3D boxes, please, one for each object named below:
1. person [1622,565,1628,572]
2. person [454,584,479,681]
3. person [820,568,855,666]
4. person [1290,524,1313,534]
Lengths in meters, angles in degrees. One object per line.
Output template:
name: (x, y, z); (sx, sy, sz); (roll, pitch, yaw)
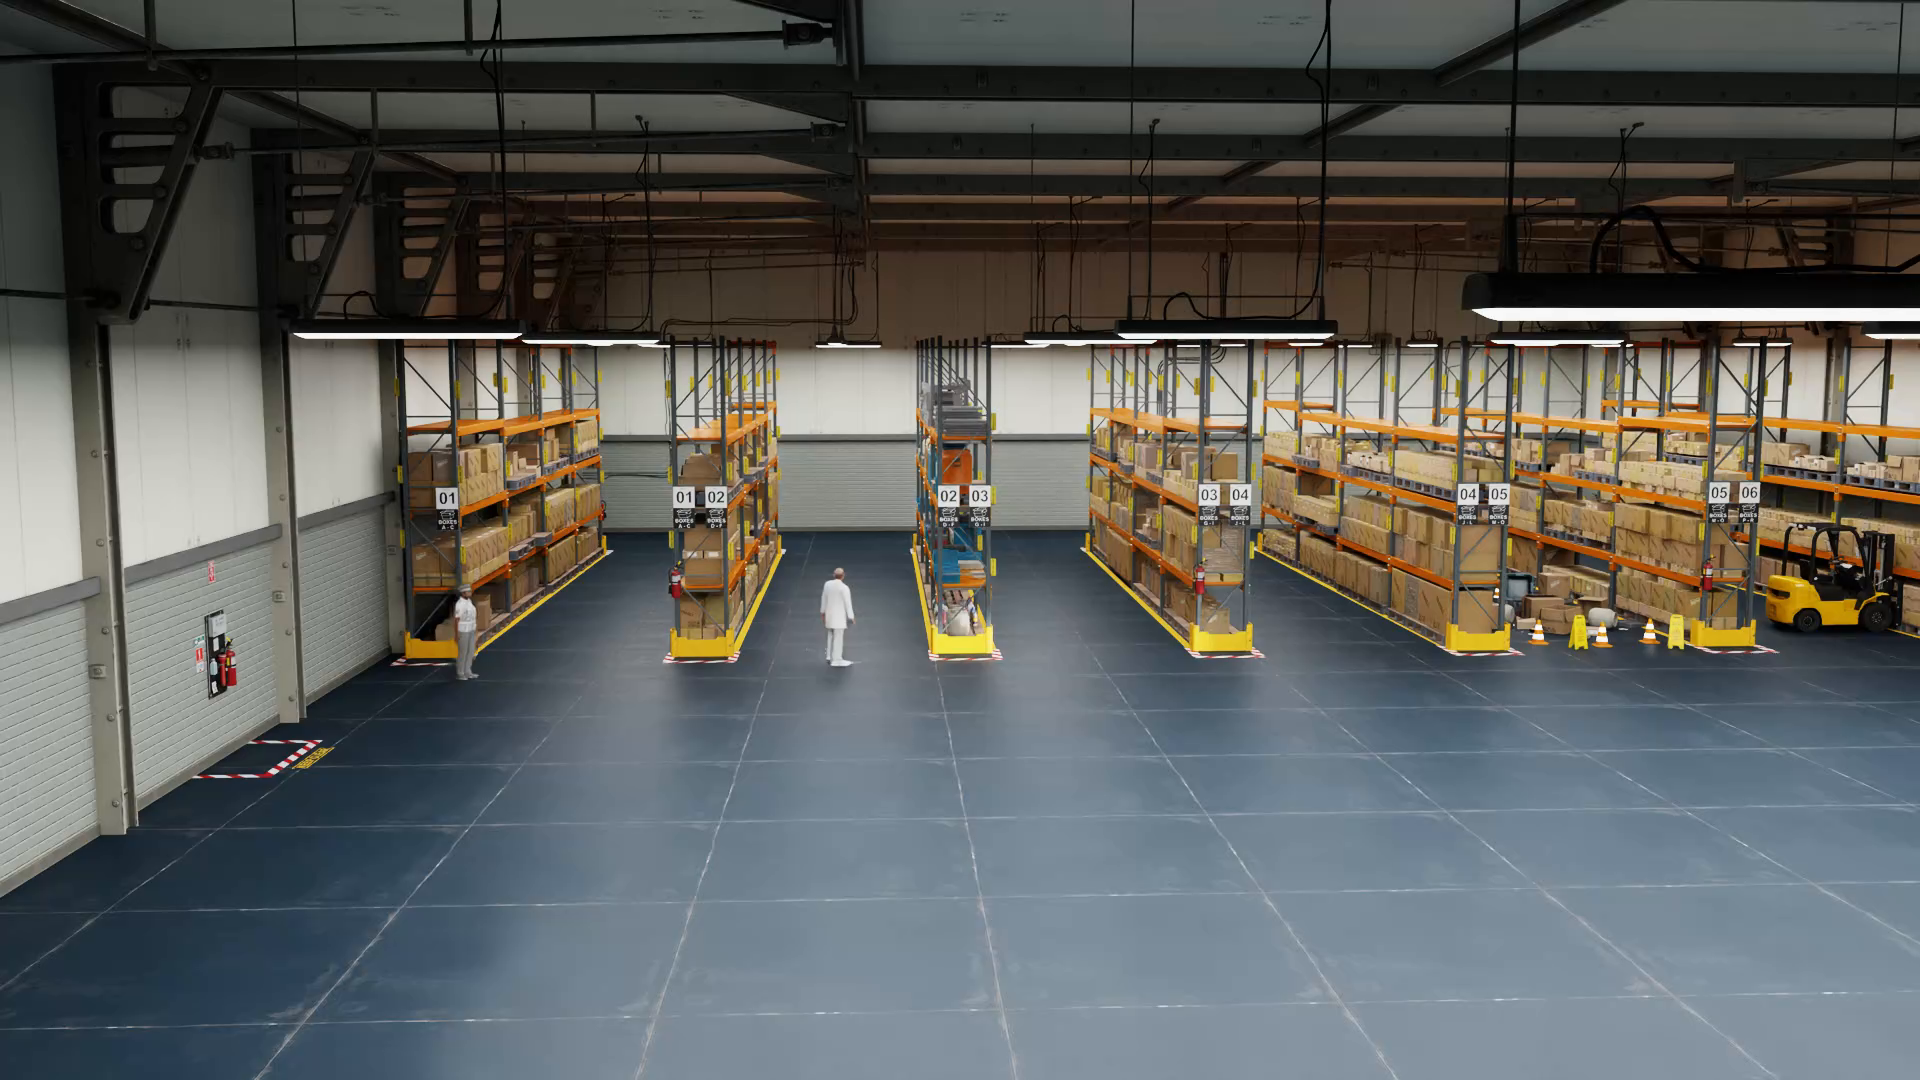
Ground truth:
person: (16.337, 0.270, 40.800); (0.385, 1.676, 0.502); (4, 8, 31)
person: (-8.629, 1.600, 29.042); (0.358, 1.688, 0.563); (2, 7, 13)
person: (-2.255, 1.414, 30.376); (0.528, 1.832, 0.689); (-6, 9, -44)
person: (10.085, -0.686, 49.222); (0.755, 1.619, 0.477); (-2, 7, -14)
